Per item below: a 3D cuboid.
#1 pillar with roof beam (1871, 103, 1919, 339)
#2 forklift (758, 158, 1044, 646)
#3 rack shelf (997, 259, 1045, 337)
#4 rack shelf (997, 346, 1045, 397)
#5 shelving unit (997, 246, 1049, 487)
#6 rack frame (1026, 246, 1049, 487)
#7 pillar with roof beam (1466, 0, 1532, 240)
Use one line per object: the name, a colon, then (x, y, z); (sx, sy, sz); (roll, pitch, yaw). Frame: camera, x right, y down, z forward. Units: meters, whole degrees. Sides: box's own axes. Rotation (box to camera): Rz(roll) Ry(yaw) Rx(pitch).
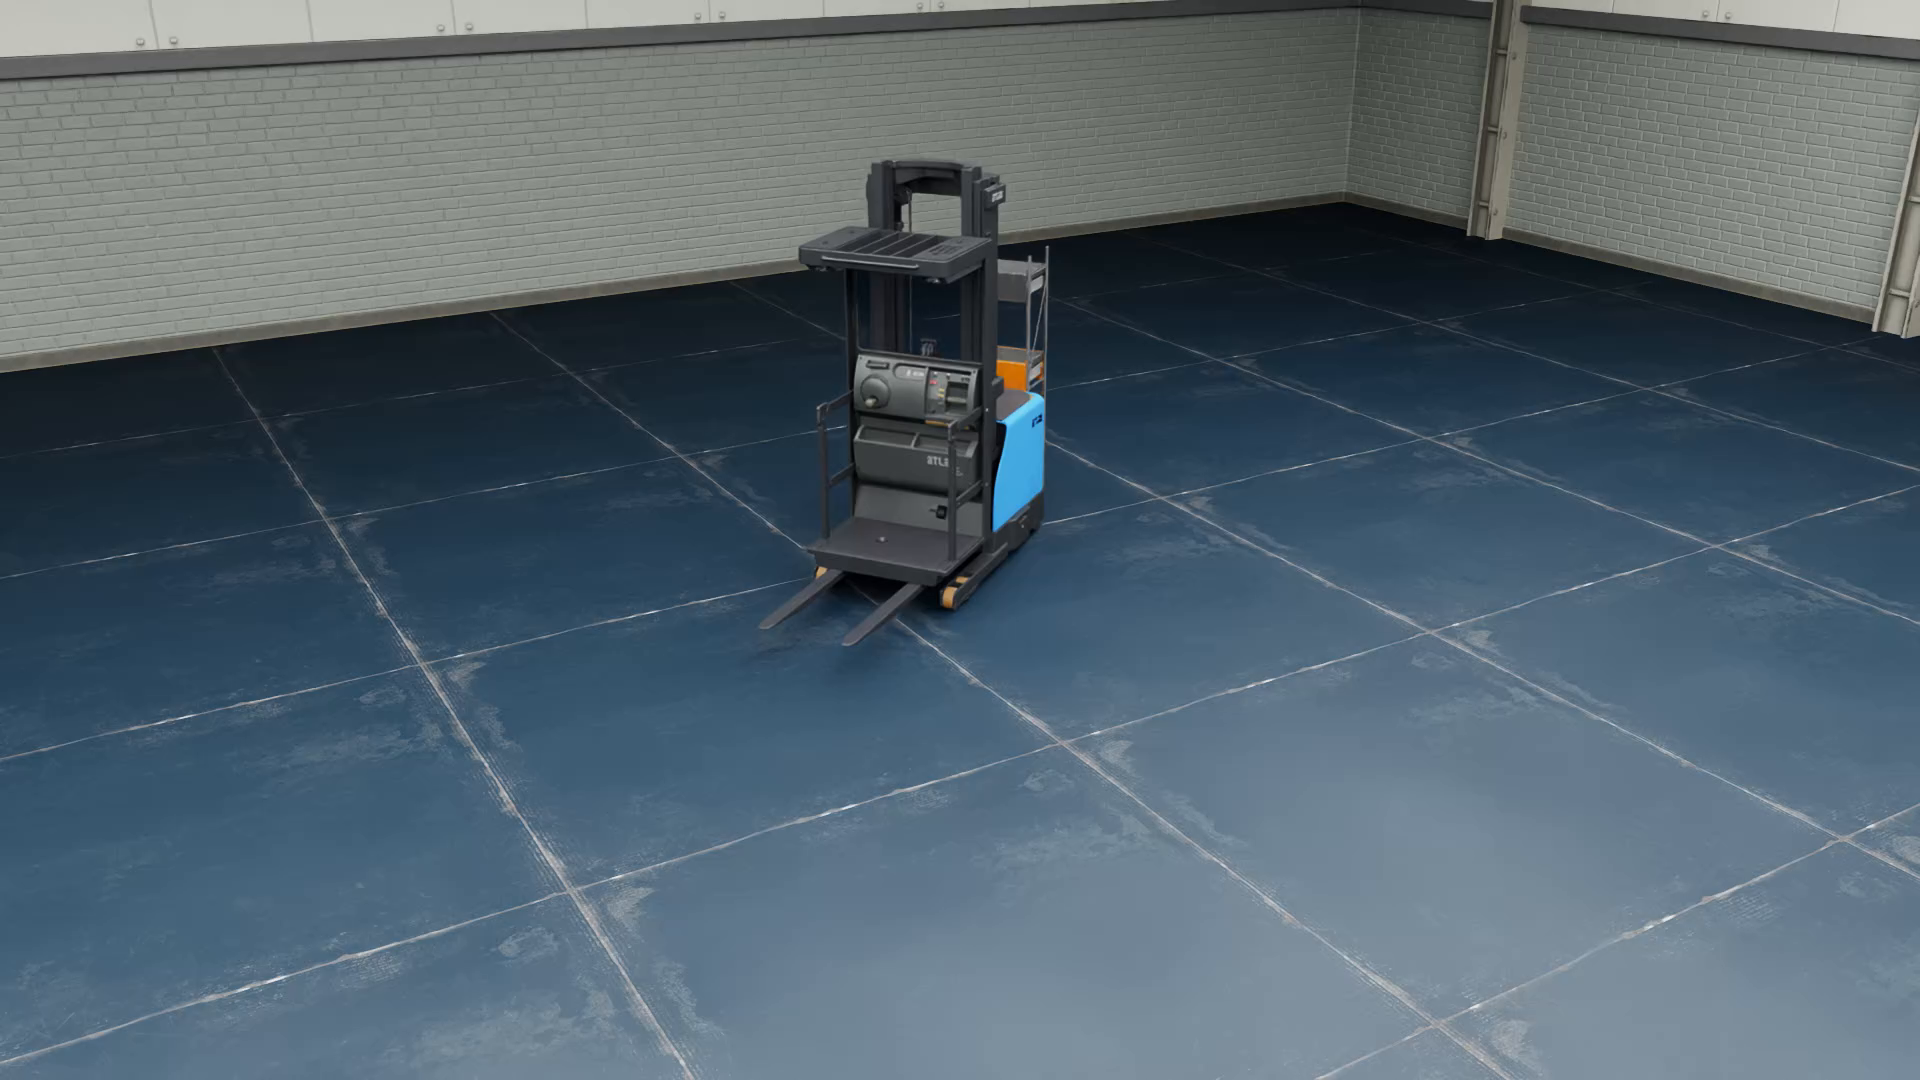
pillar with roof beam: (6.701, -5.644, 14.746); (9.100, 9.000, 0.400); (-13, 25, -28)
forklift: (-0.398, -1.051, 11.506); (1.130, 2.935, 3.031); (9, 24, 22)
rack shelf: (0.374, -1.899, 12.871); (0.480, 0.518, 0.431); (9, 24, 22)
rack shelf: (0.374, -1.250, 13.135); (0.480, 0.518, 0.431); (9, 24, 22)
shelving unit: (0.374, -1.263, 13.130); (0.503, 2.100, 0.431); (9, 24, 22)
rack frame: (0.597, -1.226, 13.039); (0.015, 2.100, 0.400); (9, 24, 22)
pillar with roof beam: (3.637, -7.586, 19.524); (9.100, 9.000, 0.400); (-13, 25, -28)
